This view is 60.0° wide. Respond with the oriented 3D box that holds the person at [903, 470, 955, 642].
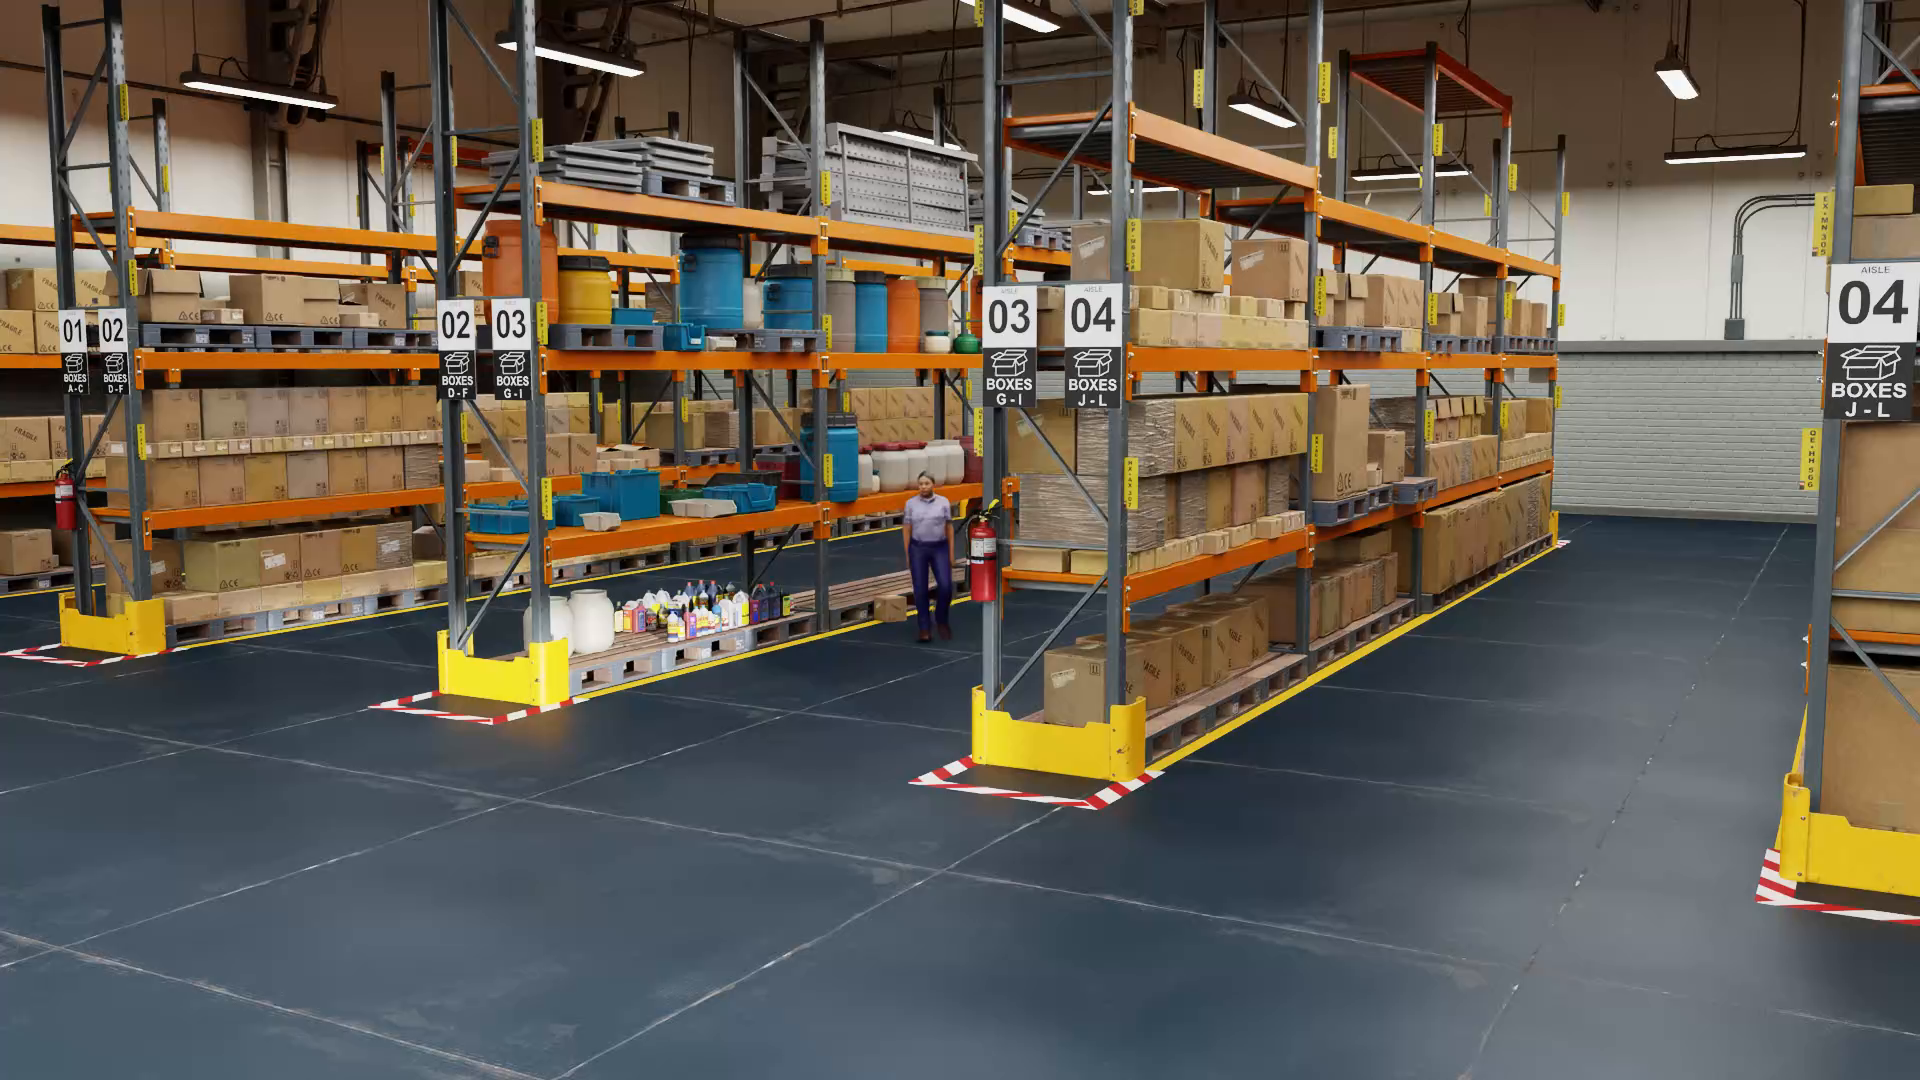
[{"bbox_3d":[-0.302,0.166,16.083,0.508,1.673,0.429,0,6,-1],"label":"person"}]
